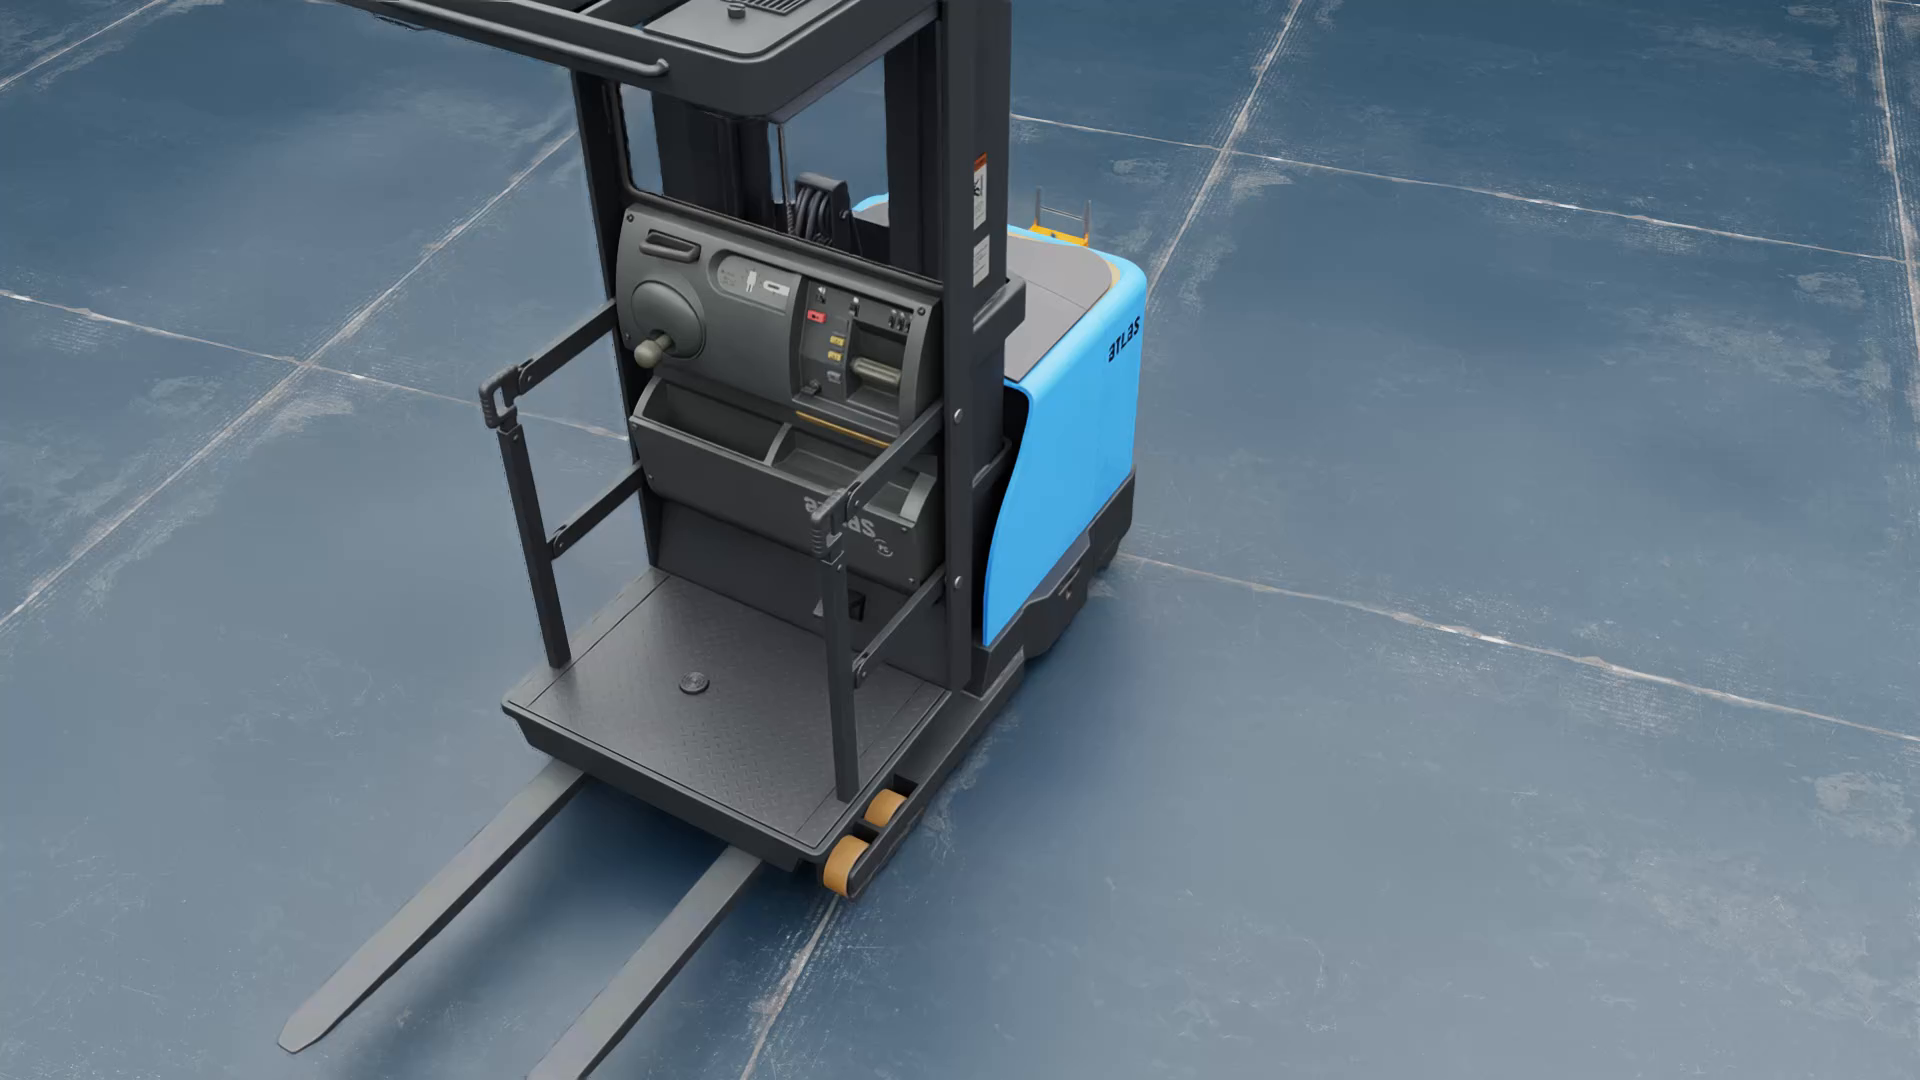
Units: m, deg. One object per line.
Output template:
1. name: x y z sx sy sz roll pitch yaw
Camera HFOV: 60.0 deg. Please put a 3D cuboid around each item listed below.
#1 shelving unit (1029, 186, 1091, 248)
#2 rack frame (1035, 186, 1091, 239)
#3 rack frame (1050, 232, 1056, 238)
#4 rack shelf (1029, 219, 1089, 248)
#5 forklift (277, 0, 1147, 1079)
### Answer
1. shelving unit: 0.278 -0.670 5.727 0.215 1.050 0.252 21 45 23
2. rack frame: 0.340 -0.739 5.807 0.200 1.050 0.008 21 45 23
3. rack frame: 0.217 -0.602 5.647 0.200 1.050 0.008 21 45 23
4. rack shelf: 0.278 -0.878 5.549 0.215 0.259 0.240 21 45 23
5. forklift: -0.590 -0.476 4.050 1.130 2.935 3.031 21 45 23
